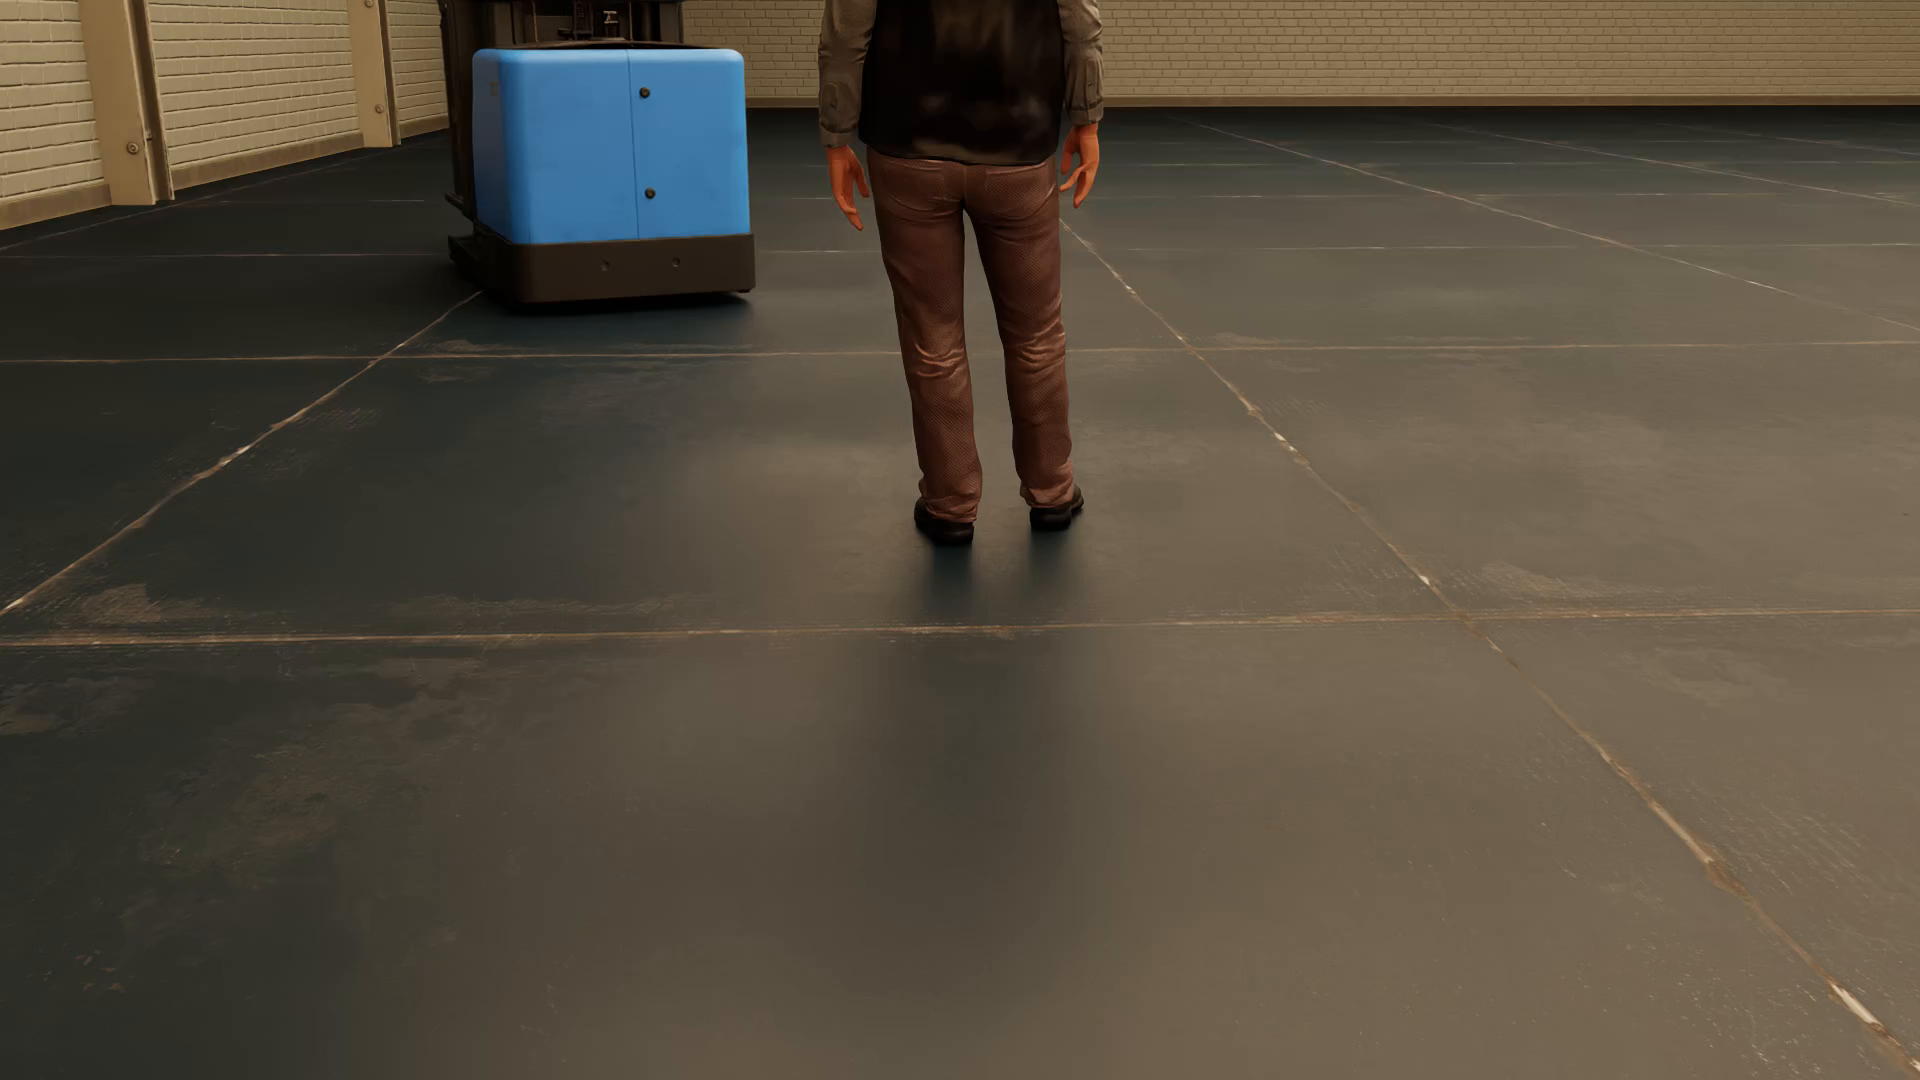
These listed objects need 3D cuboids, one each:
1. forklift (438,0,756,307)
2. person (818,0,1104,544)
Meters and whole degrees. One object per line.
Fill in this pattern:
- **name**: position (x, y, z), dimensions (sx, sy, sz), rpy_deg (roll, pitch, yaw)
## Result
- **forklift**: position (-1.948, -2.771, 7.965), dimensions (1.130, 2.935, 3.031), rpy_deg (-7, 18, -22)
- **person**: position (0.005, -0.848, 3.724), dimensions (0.632, 1.720, 0.568), rpy_deg (-1, 17, -3)
